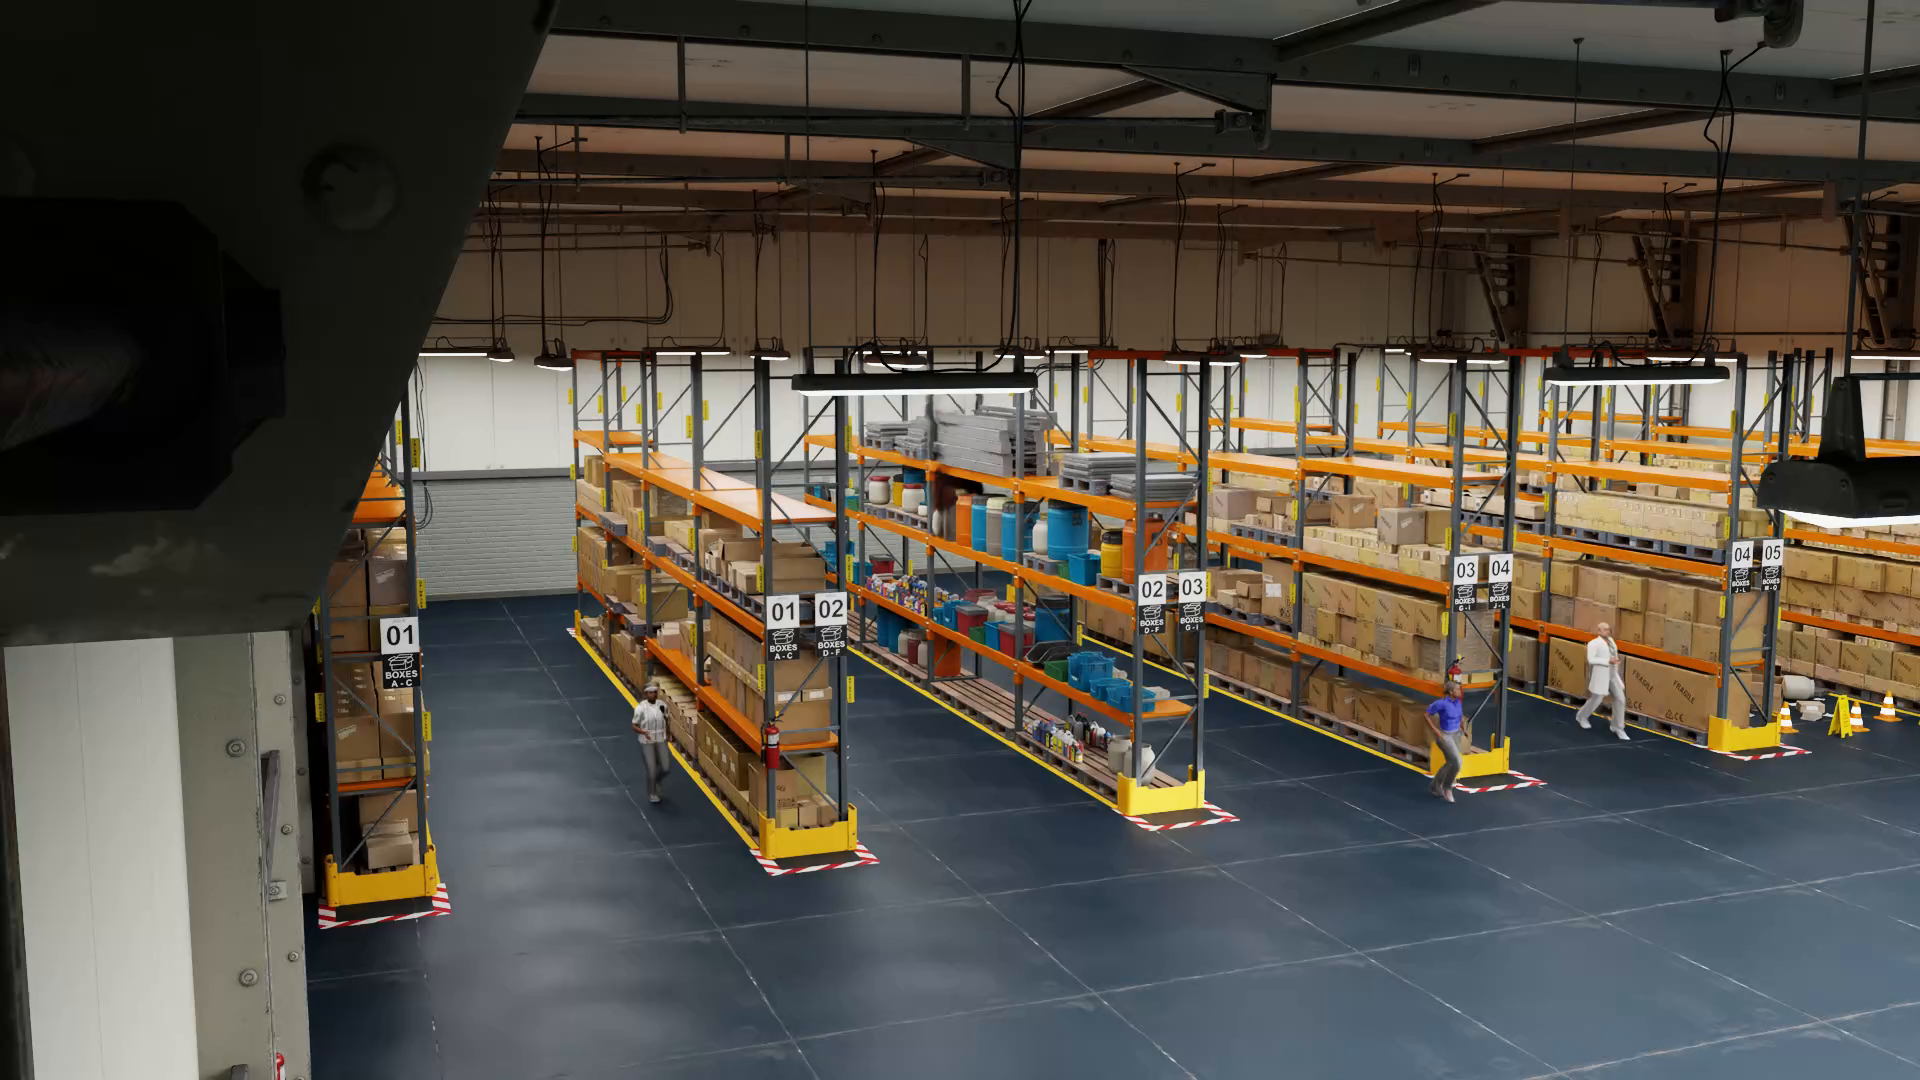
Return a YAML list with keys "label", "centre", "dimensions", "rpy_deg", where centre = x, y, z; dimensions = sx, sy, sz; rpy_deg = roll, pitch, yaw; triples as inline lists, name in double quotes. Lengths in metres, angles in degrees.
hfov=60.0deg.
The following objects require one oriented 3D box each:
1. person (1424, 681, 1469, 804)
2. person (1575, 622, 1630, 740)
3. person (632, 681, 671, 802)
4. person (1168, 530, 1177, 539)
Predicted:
- label: "person"
  centre: [6.631, 2.780, 22.556]
  dimensions: [0.574, 1.550, 0.642]
  rpy_deg: [-5, 9, -35]
- label: "person"
  centre: [10.197, 2.200, 26.286]
  dimensions: [0.729, 1.811, 0.974]
  rpy_deg: [-3, 8, -21]
- label: "person"
  centre: [-4.120, 2.724, 22.445]
  dimensions: [0.570, 1.654, 0.547]
  rpy_deg: [-4, 8, -27]
- label: "person"
  centre: [5.075, 0.434, 40.744]
  dimensions: [0.737, 1.700, 0.673]
  rpy_deg: [6, 9, 38]
